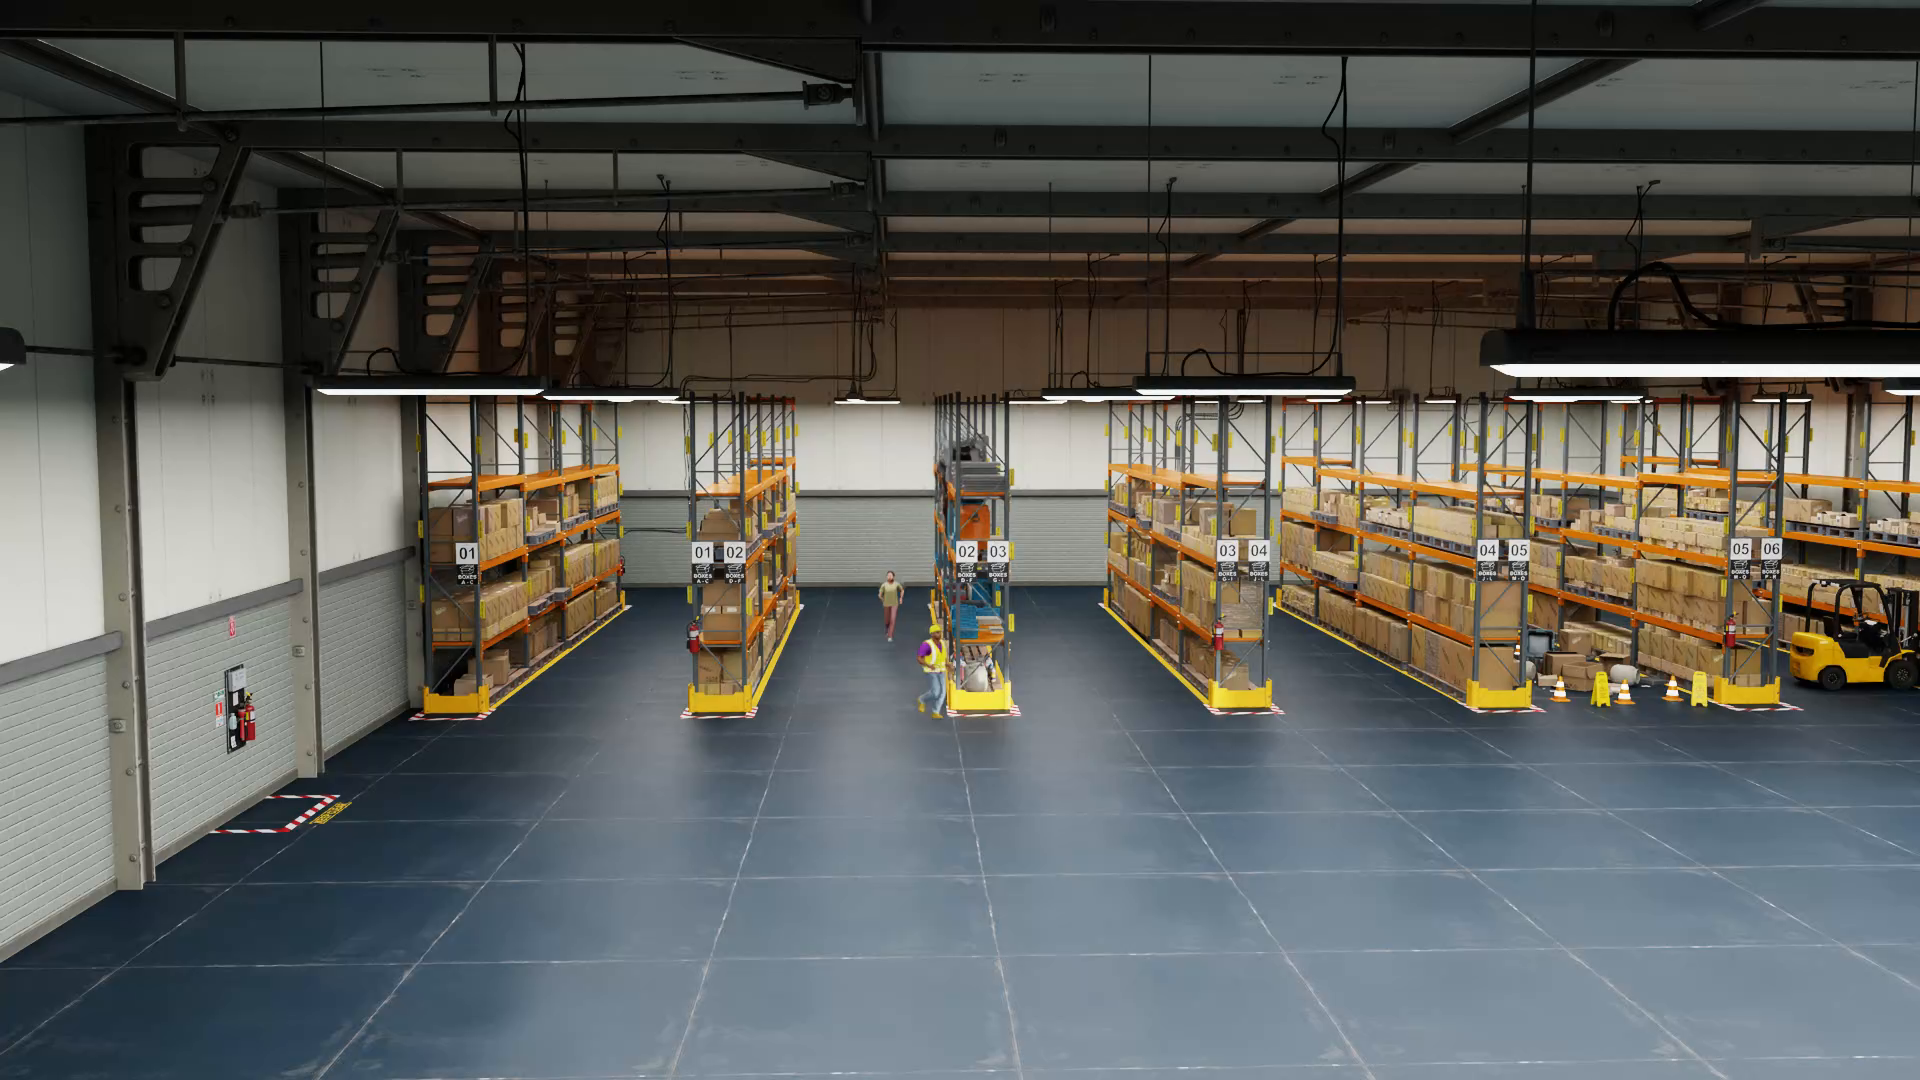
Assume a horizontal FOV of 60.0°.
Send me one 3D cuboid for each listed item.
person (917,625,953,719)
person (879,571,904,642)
[{"bbox_3d":[-0.482,2.414,30.579,0.694,1.722,0.605,-4,6,-44],"label":"person"},{"bbox_3d":[-1.601,1.528,38.730,0.593,1.610,0.894,0,5,1],"label":"person"}]
